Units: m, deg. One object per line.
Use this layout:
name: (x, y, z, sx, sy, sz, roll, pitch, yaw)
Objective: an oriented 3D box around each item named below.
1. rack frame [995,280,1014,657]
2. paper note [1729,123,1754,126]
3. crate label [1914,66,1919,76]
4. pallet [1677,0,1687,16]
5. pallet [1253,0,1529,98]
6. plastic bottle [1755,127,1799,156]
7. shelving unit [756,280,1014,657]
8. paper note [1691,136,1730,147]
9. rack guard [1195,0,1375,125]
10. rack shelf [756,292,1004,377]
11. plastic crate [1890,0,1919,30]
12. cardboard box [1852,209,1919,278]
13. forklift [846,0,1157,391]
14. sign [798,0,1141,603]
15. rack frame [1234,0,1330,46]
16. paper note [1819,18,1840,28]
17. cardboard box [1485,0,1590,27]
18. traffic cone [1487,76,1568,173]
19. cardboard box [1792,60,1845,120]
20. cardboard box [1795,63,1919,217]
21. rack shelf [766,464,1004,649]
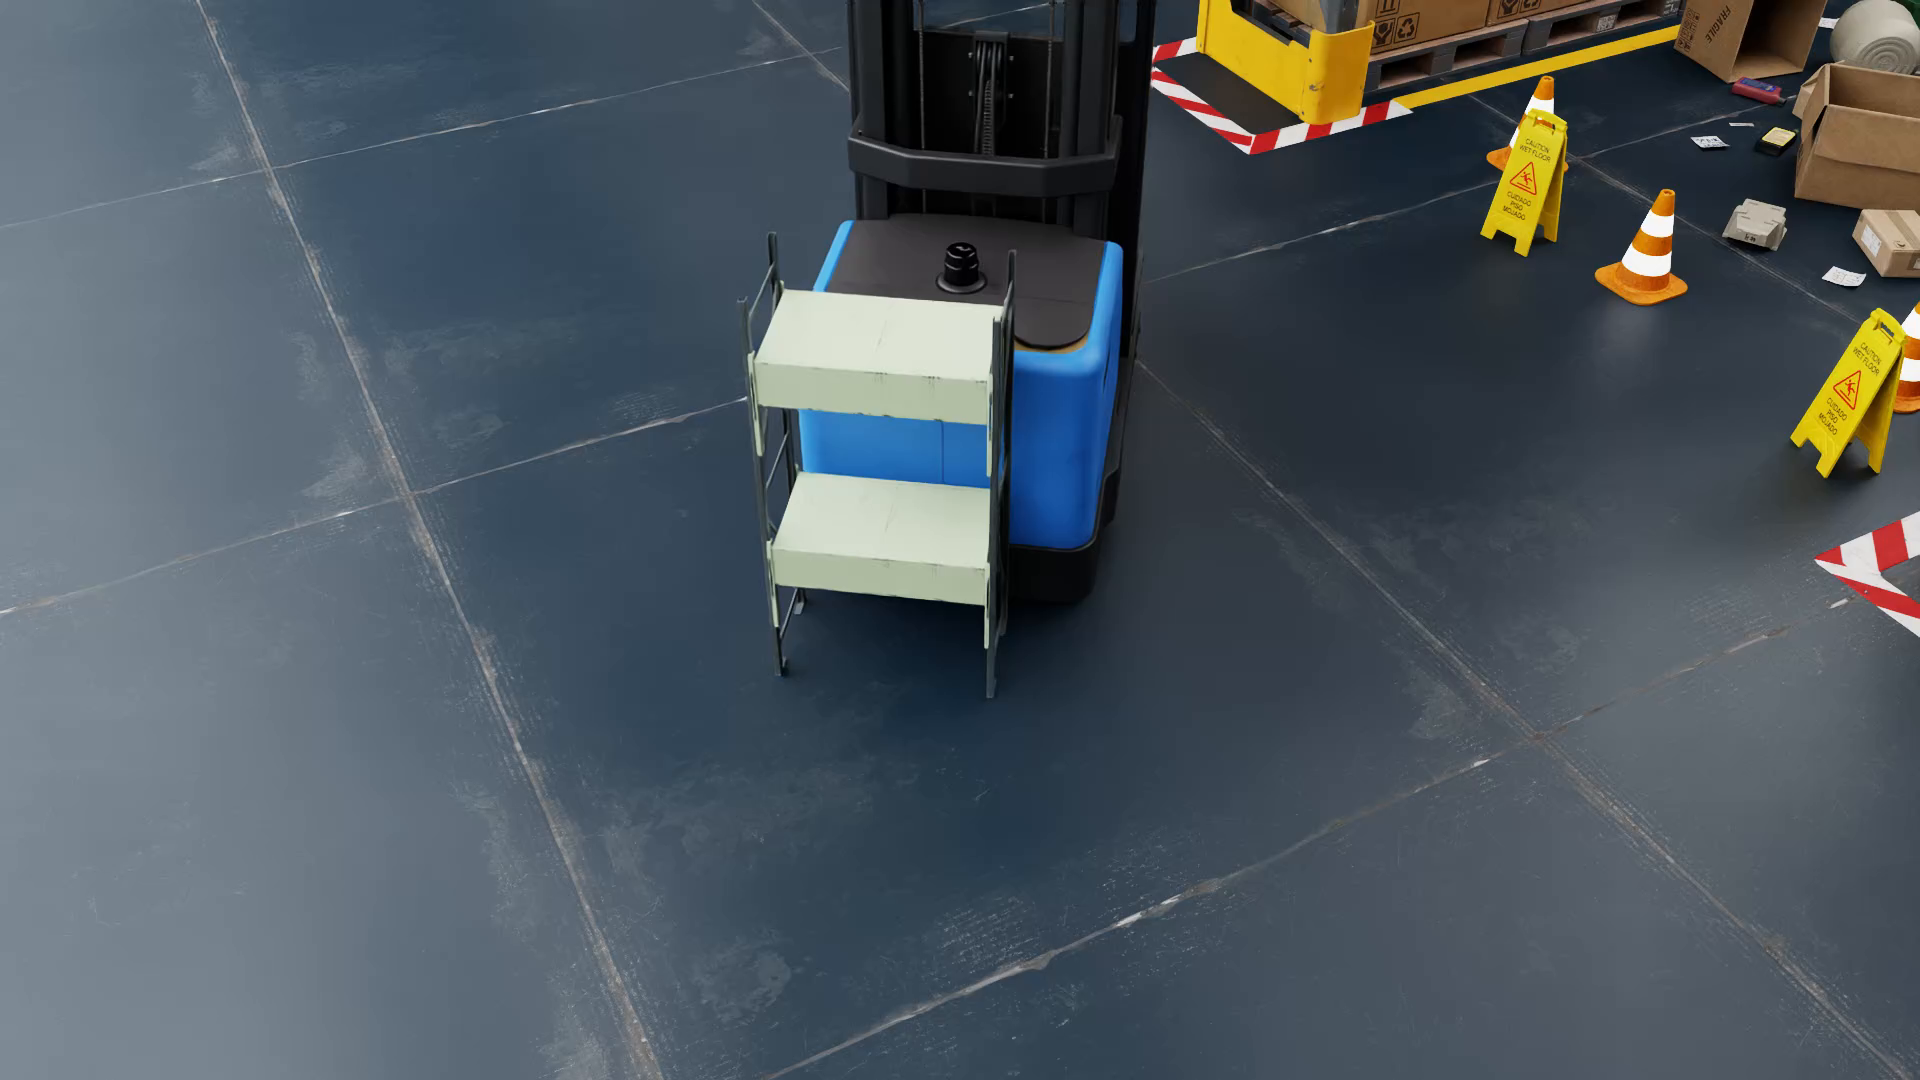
rack frame: (0.130, -0.163, 5.282, 0.010, 1.308, 0.380, 5, 41, 6)
paper note: (4.163, -2.212, 8.855, 0.123, 0.001, 0.032, 2, 40, 2)
crate label: (5.477, -2.715, 9.352, 0.298, 0.136, 0.250, 15, 42, 17)
pallet: (4.619, -3.679, 10.433, 1.213, 0.211, 1.003, -19, 44, -21)
pallet: (2.455, -2.951, 9.573, 1.213, 0.211, 1.003, -19, 44, -21)
plastic bottle: (4.269, -2.091, 8.673, 0.133, 0.061, 0.283, 31, 49, 31)
shelving unit: (-0.227, -0.197, 5.322, 0.731, 1.308, 0.431, 5, 41, 6)
paper note: (3.920, -2.081, 8.686, 0.142, 0.017, 0.144, -5, 40, -6)
rack guard: (1.761, -2.771, 9.136, 0.348, 0.500, 1.175, -19, 44, -21)
rack shelf: (-0.232, -0.570, 5.008, 0.686, 0.124, 0.368, 5, 41, 6)
plastic crate: (5.781, -3.072, 9.689, 0.662, 0.188, 0.450, 2, 30, 2)
cardboard box: (4.387, -1.386, 7.772, 0.250, 0.149, 0.380, 2, 40, 2)
forklift: (0.187, -1.850, 6.167, 1.121, 2.935, 3.031, 6, 41, 7)
sign: (0.091, -1.441, 5.765, 2.025, 2.768, 2.177, -19, 44, -21)
rack frame: (1.780, -3.734, 8.339, 0.053, 2.616, 0.949, -19, 44, -21)
paper note: (5.152, -3.073, 9.856, 0.147, 0.020, 0.142, 15, 42, 17)
cardboard box: (3.132, -3.585, 9.483, 0.875, 0.875, 0.875, -19, 44, -21)
traffic cone: (2.909, -2.108, 8.383, 0.334, 0.463, 0.336, -19, 44, -21)
cardboard box: (4.656, -2.314, 8.778, 0.258, 0.266, 0.396, -12, 42, -13)
cardboard box: (4.547, -1.948, 8.161, 0.797, 0.503, 0.637, 15, 42, 17)
rack shelf: (-0.232, 0.051, 5.534, 0.720, 0.370, 0.431, 5, 41, 6)
